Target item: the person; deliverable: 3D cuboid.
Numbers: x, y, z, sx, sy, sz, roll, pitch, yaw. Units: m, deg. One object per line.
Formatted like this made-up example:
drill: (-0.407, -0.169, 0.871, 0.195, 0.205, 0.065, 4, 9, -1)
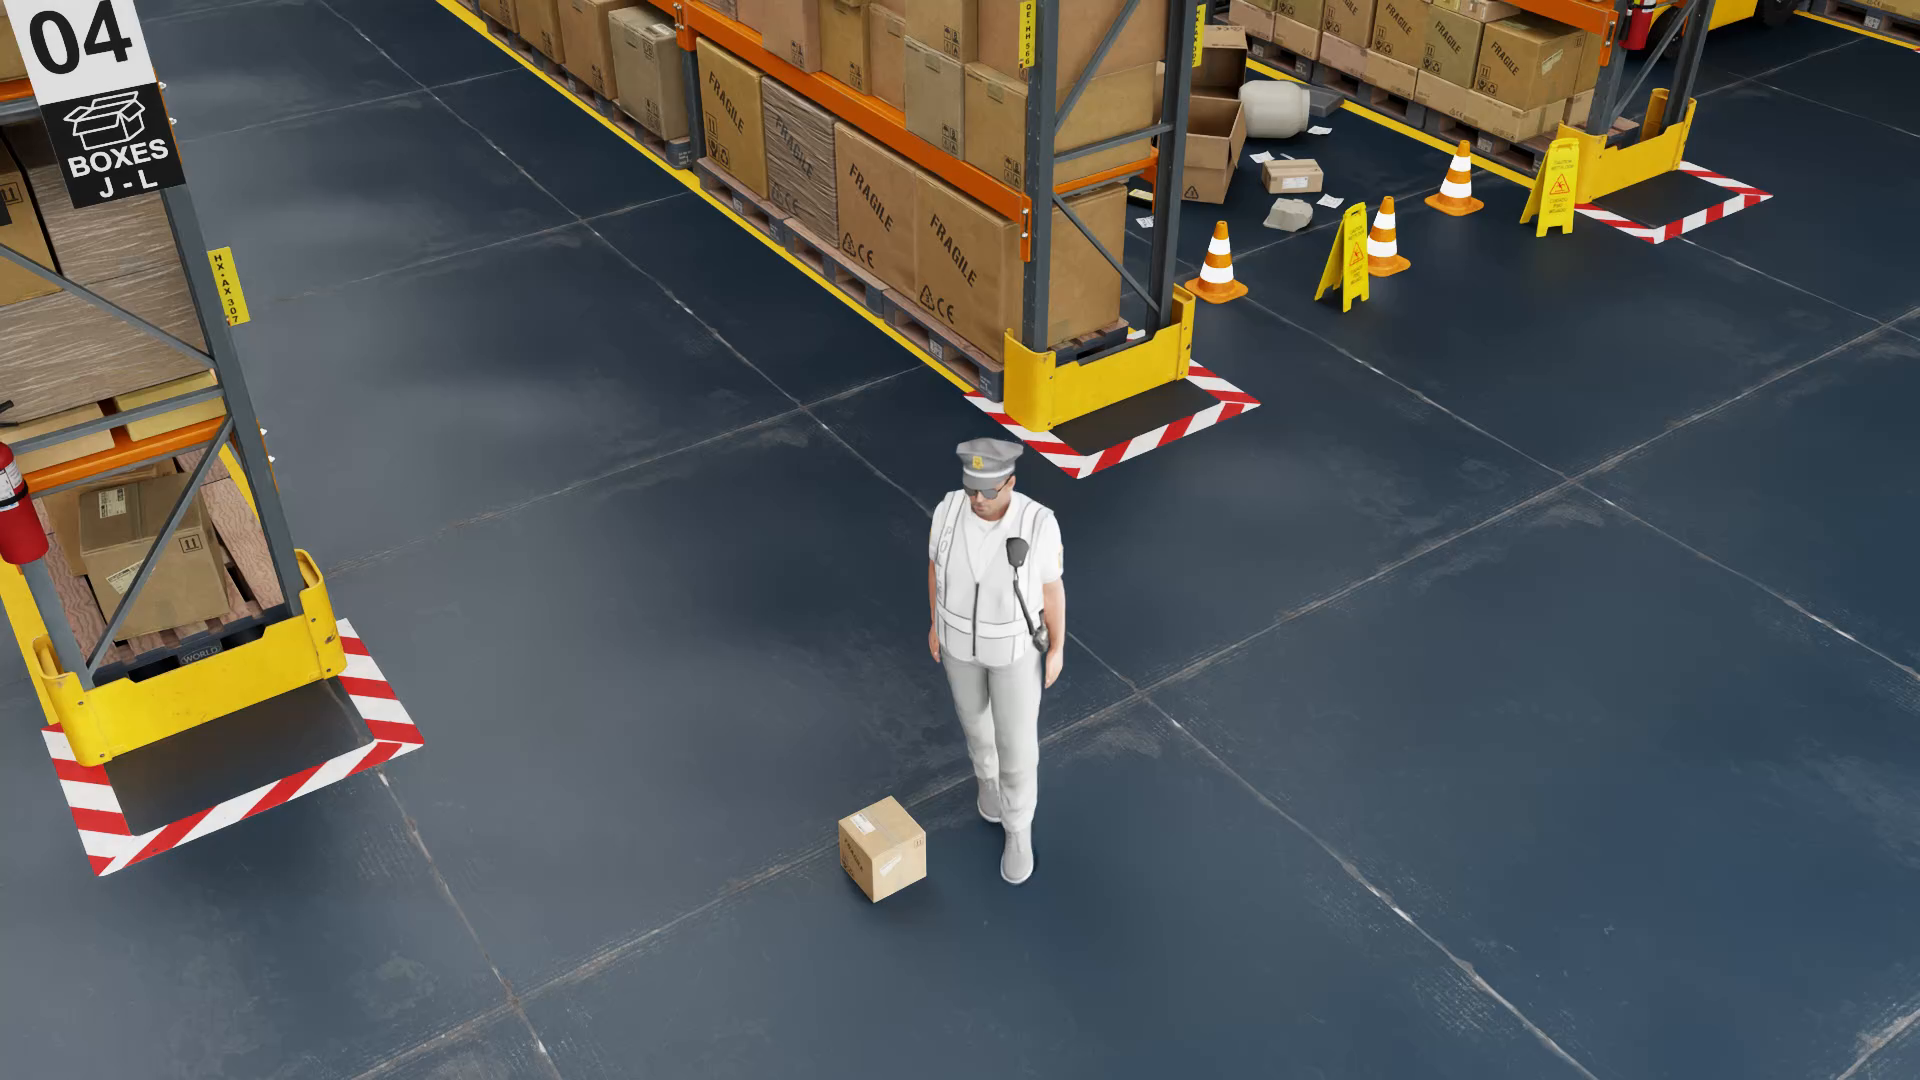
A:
person: (0.089, 0.448, 6.375, 0.569, 1.768, 0.605, 12, 38, 15)
